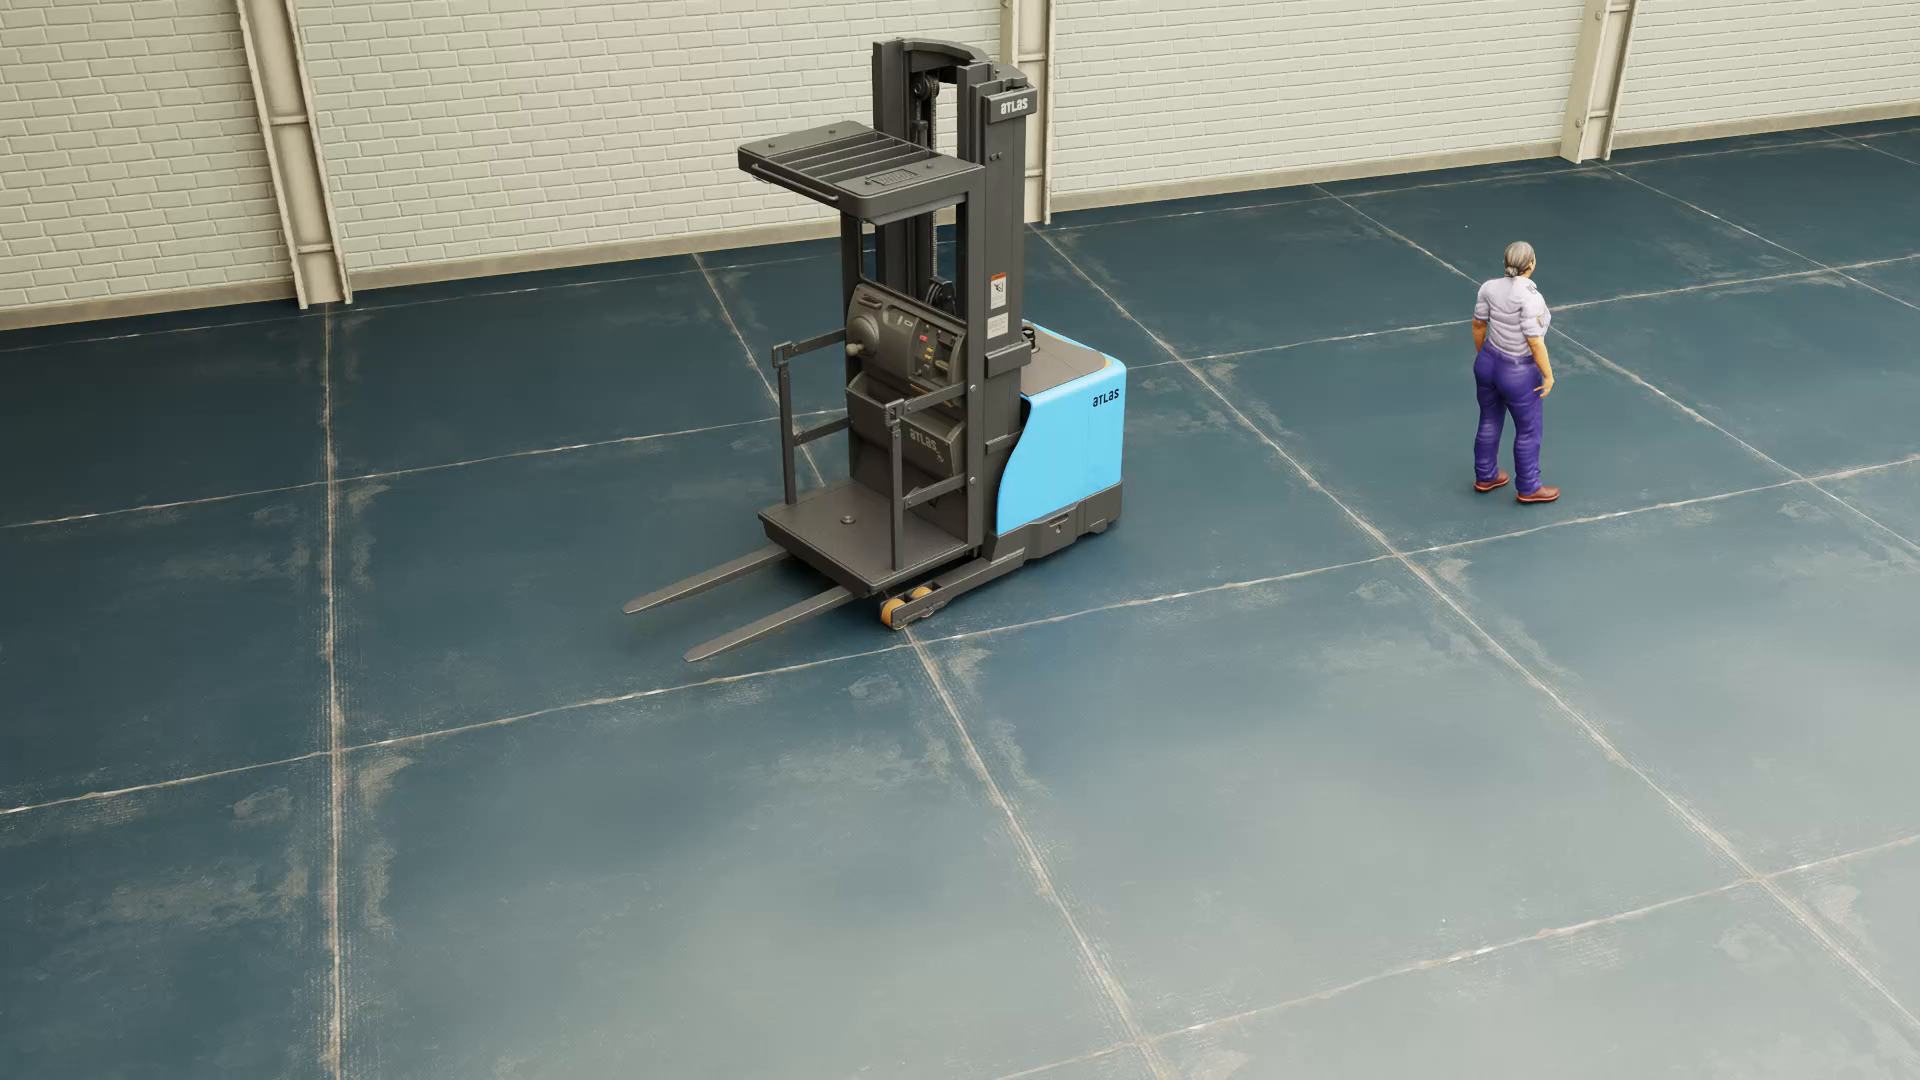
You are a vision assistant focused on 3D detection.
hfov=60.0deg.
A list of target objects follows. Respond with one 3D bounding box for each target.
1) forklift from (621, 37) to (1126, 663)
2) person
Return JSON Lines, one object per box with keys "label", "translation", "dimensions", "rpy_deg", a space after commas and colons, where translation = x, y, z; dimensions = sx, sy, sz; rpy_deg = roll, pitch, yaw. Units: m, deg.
{"label": "forklift", "translation": [-0.461, -1.072, 8.951], "dimensions": [3.031, 2.935, 1.130], "rpy_deg": [-23, 37, -34]}
{"label": "person", "translation": [3.432, -1.044, 10.173], "dimensions": [0.504, 1.651, 0.598], "rpy_deg": [-17, 34, -27]}
